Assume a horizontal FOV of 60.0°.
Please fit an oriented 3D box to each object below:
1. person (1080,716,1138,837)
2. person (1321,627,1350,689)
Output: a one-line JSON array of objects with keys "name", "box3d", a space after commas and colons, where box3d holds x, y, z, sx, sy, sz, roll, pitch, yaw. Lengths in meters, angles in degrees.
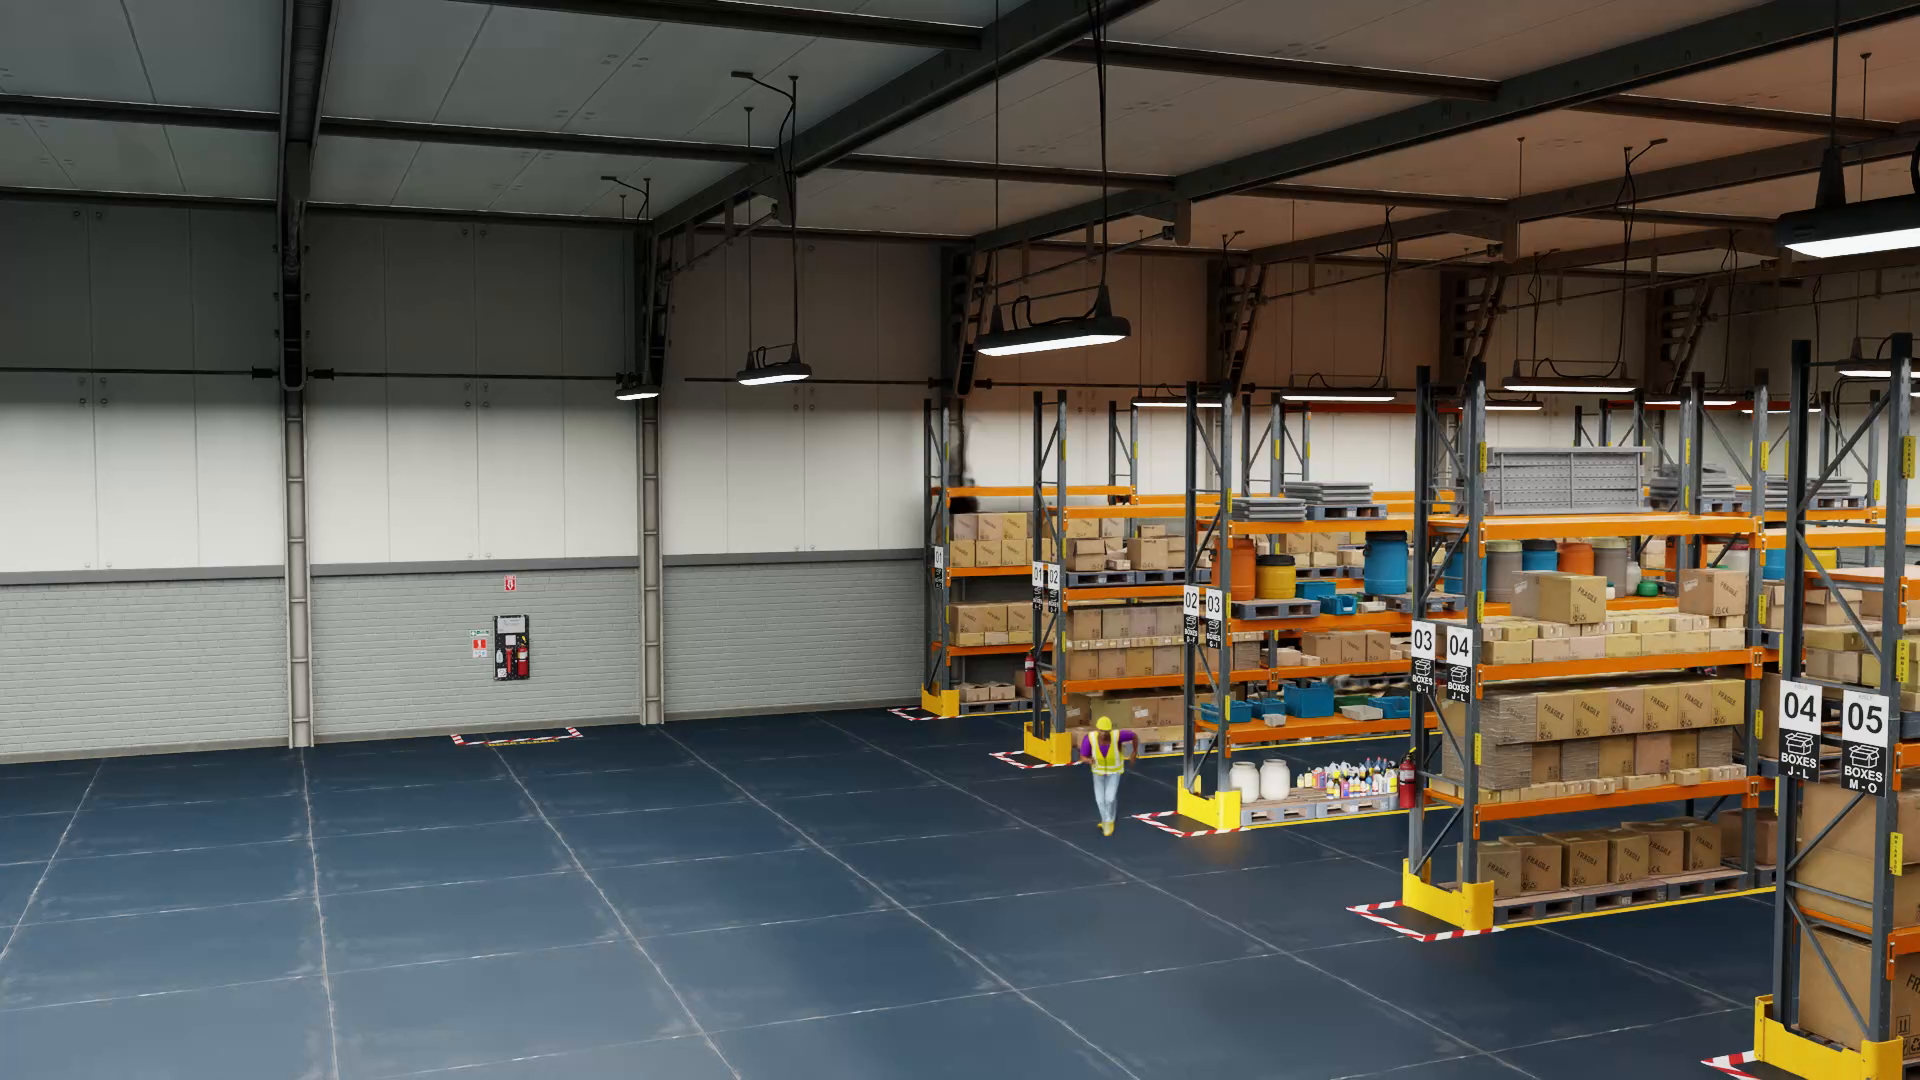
[{"name": "person", "box3d": [1.946, 3.077, 21.729, 0.735, 1.635, 0.931, 1, 3, 11]}, {"name": "person", "box3d": [7.188, 2.438, 31.820, 0.848, 1.704, 0.692, -2, 4, -34]}]
